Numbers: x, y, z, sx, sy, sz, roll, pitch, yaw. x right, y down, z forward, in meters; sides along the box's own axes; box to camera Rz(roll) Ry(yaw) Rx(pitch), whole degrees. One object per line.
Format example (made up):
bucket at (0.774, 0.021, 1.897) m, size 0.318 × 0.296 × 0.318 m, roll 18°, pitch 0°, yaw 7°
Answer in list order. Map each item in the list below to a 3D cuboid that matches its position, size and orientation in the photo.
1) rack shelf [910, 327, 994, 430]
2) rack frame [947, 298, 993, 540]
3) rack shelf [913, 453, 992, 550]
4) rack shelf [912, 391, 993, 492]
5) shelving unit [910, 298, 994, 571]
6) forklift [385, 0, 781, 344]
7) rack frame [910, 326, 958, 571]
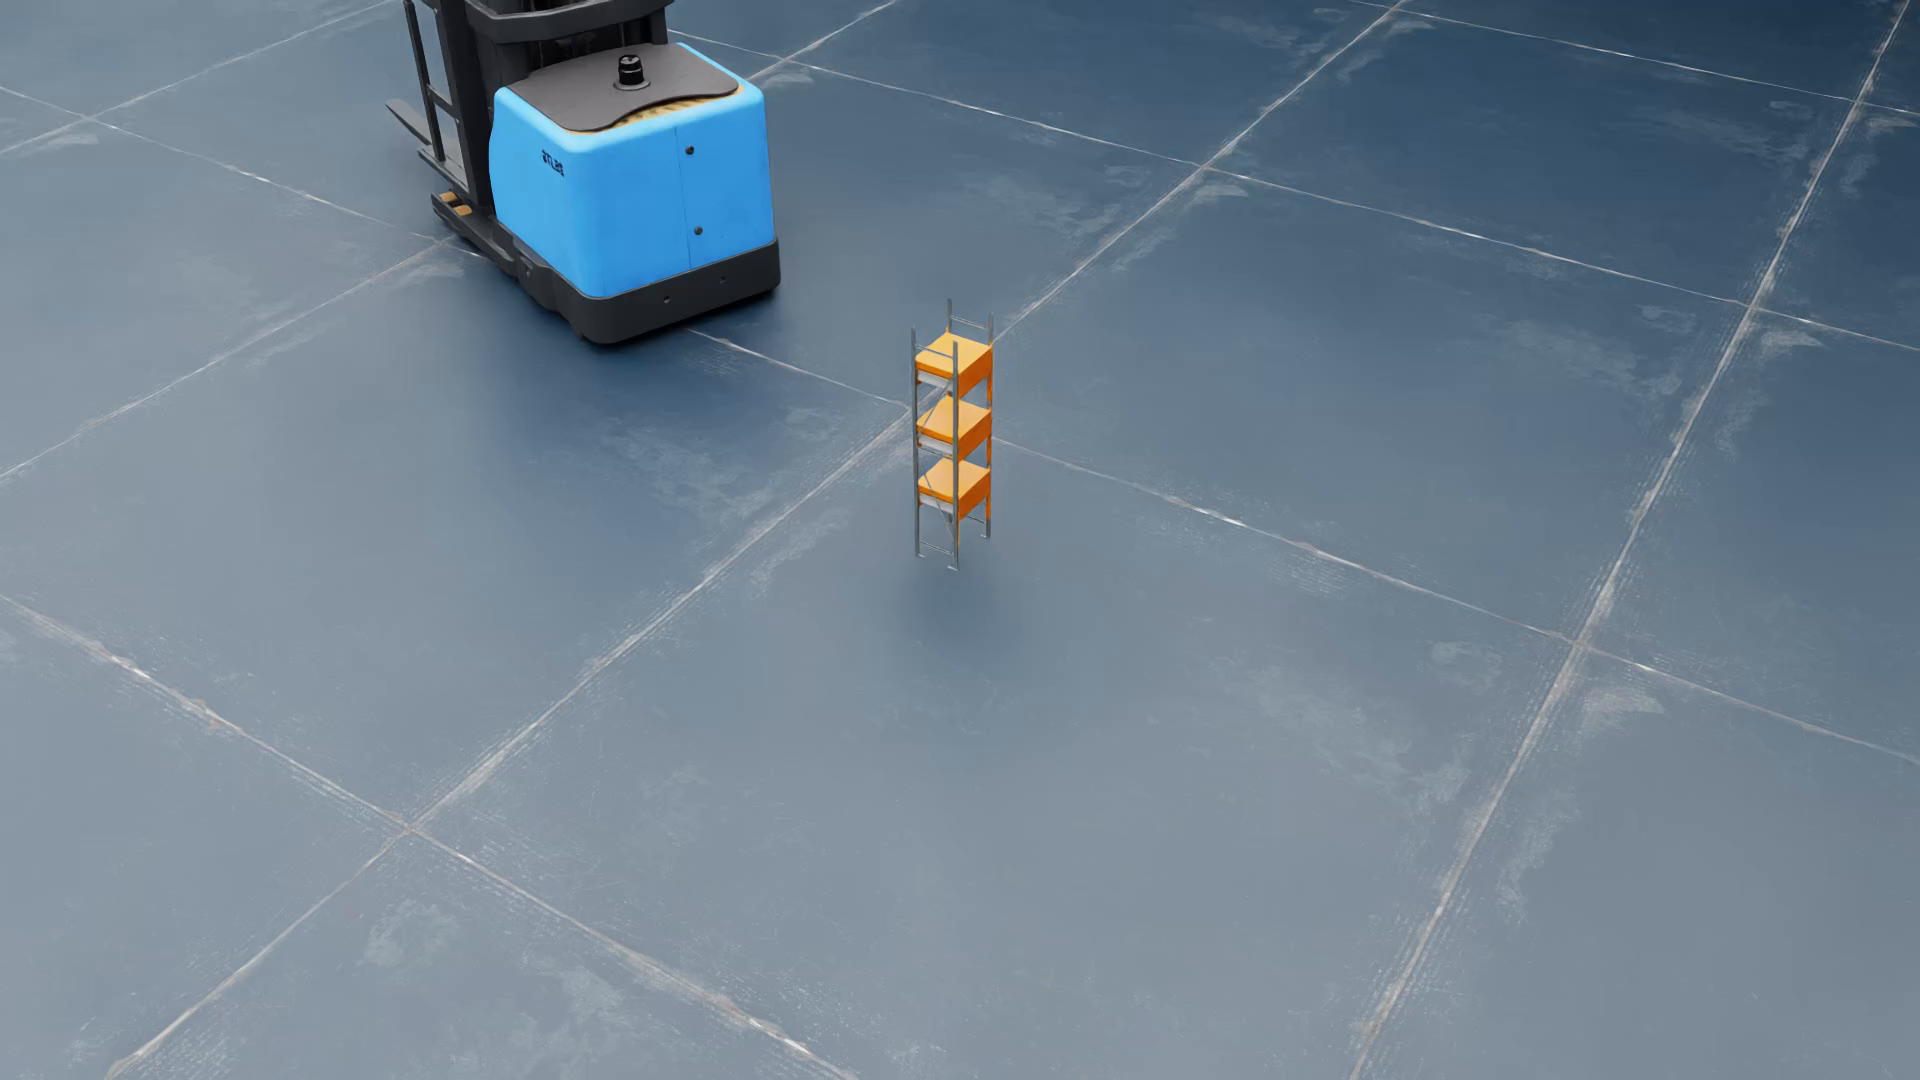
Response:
rack shelf at (-0.029, -0.605, 6.227) m, size 0.215 × 0.259 × 0.240 m, roll 21°, pitch 42°, yaw 25°
rack frame at (0.037, -0.451, 6.475) m, size 0.200 × 1.050 × 0.008 m, roll 21°, pitch 42°, yaw 25°
rack shelf at (-0.029, -0.160, 6.570) m, size 0.215 × 0.259 × 0.240 m, roll 21°, pitch 42°, yaw 25°
rack shelf at (-0.029, -0.380, 6.400) m, size 0.215 × 0.259 × 0.240 m, roll 21°, pitch 42°, yaw 25°
shelving unit at (-0.029, -0.388, 6.394) m, size 0.215 × 1.050 × 0.252 m, roll 21°, pitch 42°, yaw 25°
forklift at (-2.181, -2.933, 8.154) m, size 1.130 × 2.935 × 3.031 m, roll -25°, pitch 44°, yaw -28°
rack frame at (-0.094, -0.325, 6.312) m, size 0.200 × 1.050 × 0.008 m, roll 21°, pitch 42°, yaw 25°
